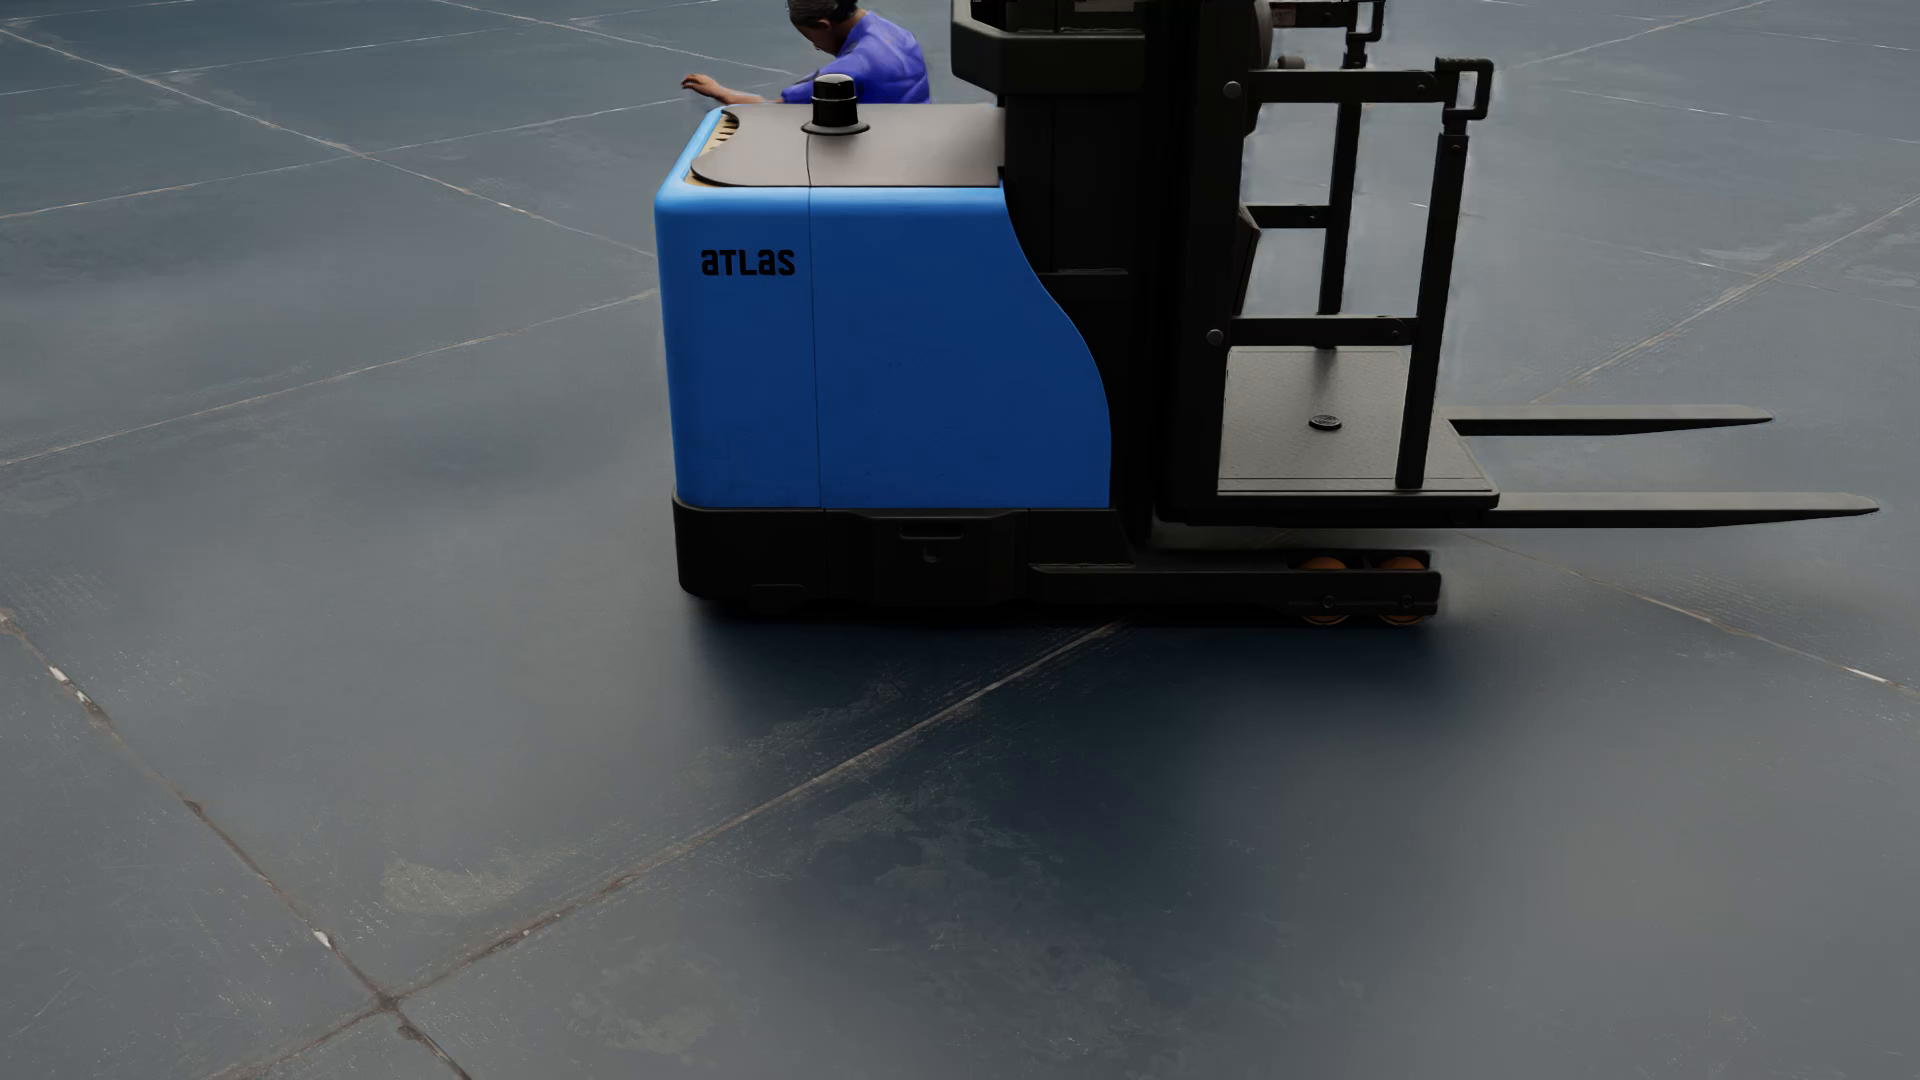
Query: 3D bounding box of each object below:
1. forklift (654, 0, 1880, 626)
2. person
[{"bbox_3d":[0.809,-1.339,3.944,3.031,2.935,1.130,0,26,0],"label":"forklift"},{"bbox_3d":[-0.443,-1.111,5.356,1.108,1.372,1.038,13,29,25],"label":"person"}]
